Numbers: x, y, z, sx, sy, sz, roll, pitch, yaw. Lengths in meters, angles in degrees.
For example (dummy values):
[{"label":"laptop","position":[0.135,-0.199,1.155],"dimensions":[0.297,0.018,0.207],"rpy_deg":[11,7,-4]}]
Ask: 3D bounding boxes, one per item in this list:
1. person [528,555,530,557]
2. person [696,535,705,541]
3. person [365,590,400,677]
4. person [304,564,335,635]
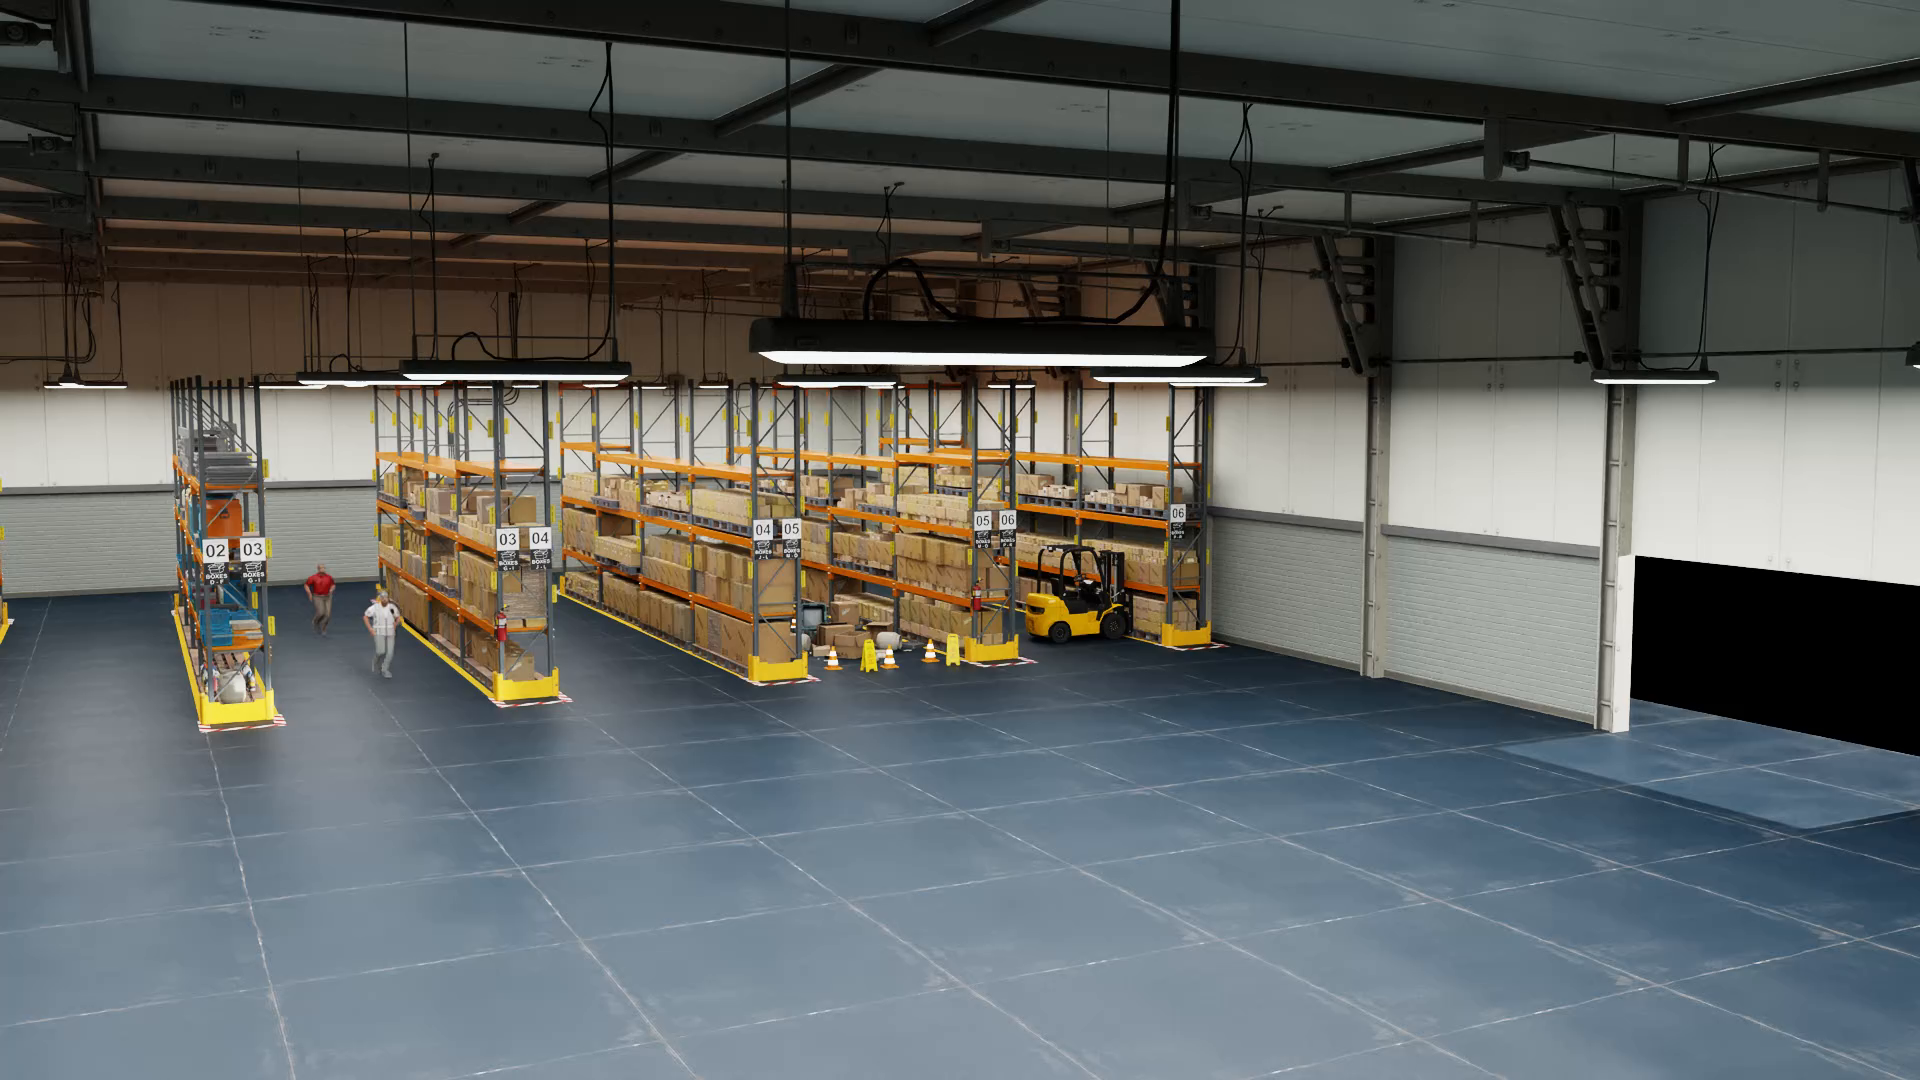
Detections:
[{"label":"person","position":[-12.513,0.722,46.965],"dimensions":[0.689,1.626,0.875],"rpy_deg":[1,5,8]},{"label":"person","position":[-7.866,0.386,50.308],"dimensions":[0.922,1.677,0.613],"rpy_deg":[-3,6,-31]},{"label":"person","position":[-11.558,1.879,33.407],"dimensions":[0.673,1.752,0.528],"rpy_deg":[-3,6,-34]},{"label":"person","position":[-14.964,1.403,39.060],"dimensions":[0.651,1.684,0.602],"rpy_deg":[-5,7,-43]}]
